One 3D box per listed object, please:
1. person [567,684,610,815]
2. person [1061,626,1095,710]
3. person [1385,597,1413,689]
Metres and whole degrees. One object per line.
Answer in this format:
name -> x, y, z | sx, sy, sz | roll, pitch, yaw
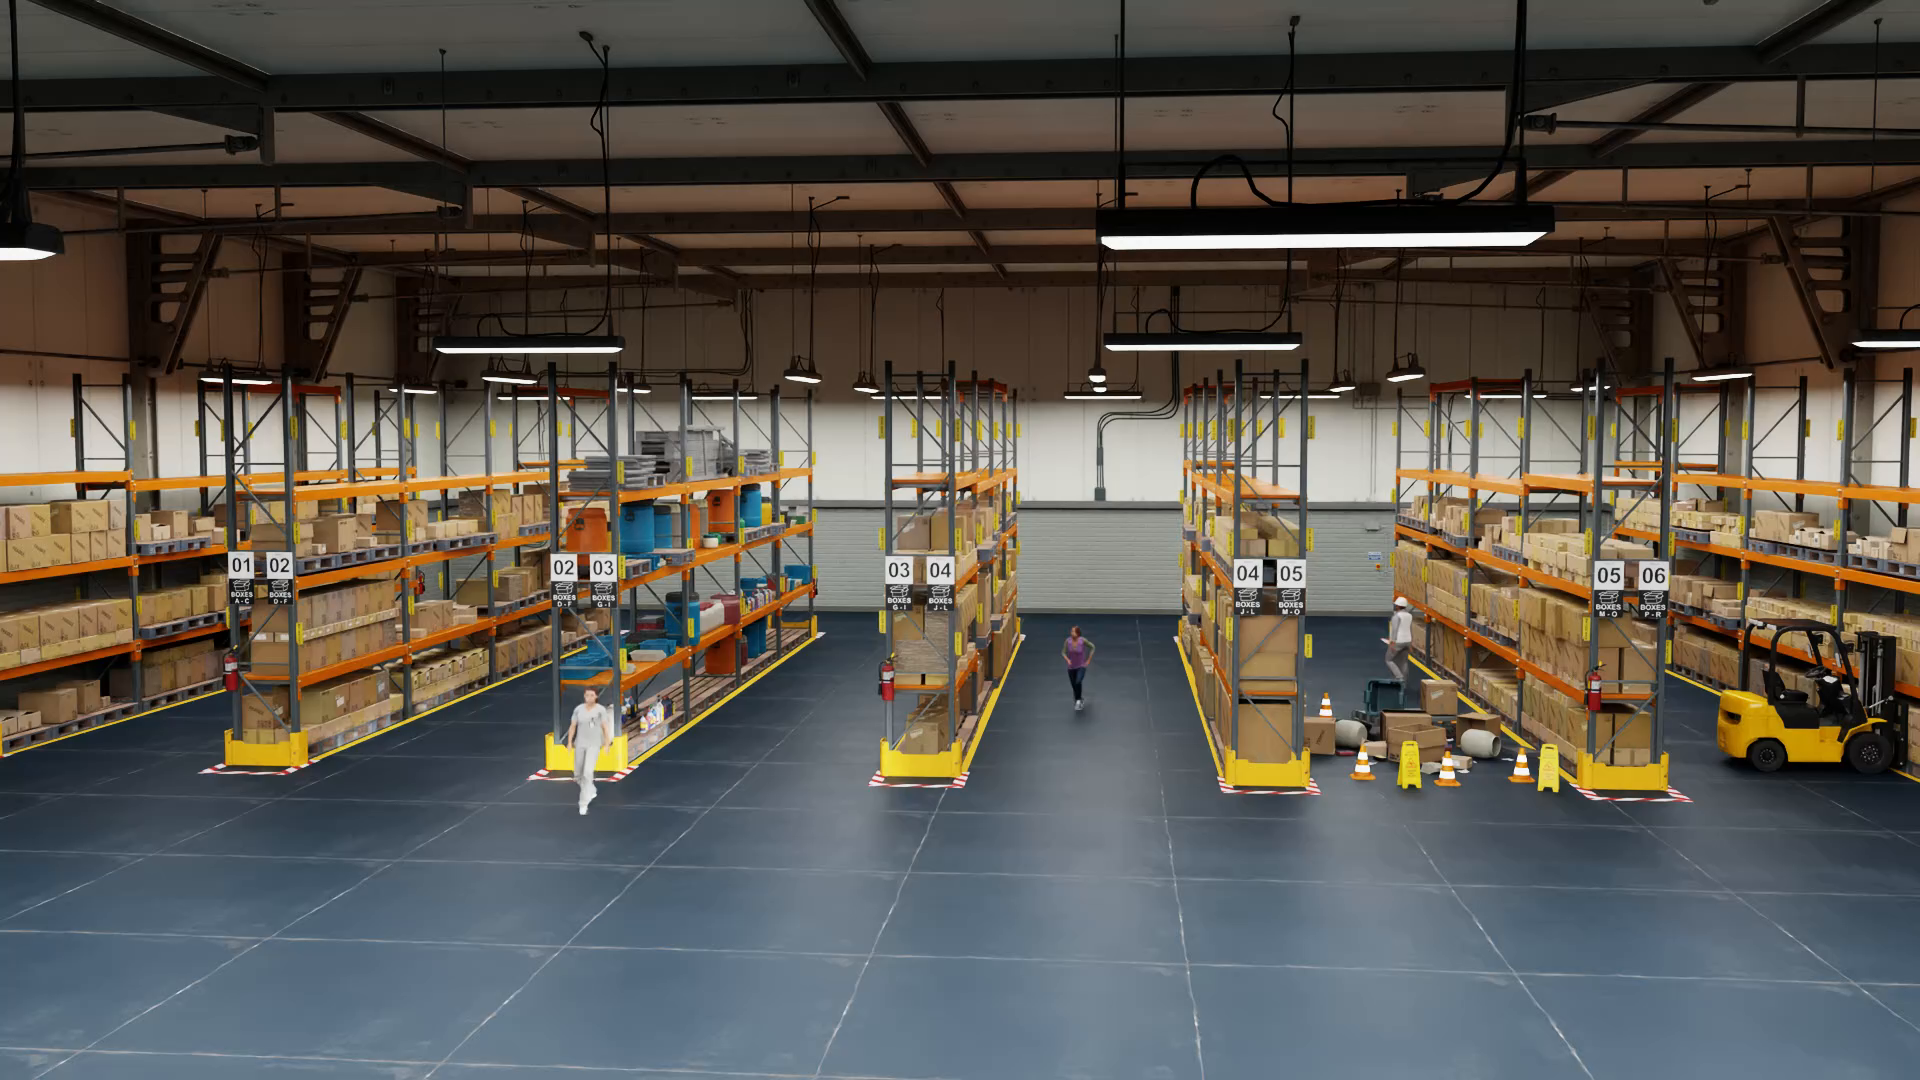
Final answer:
person -> -4.914, 2.756, 22.003 | 0.515, 1.669, 0.708 | 0, 4, 3
person -> 2.109, 2.273, 29.683 | 0.574, 1.518, 0.795 | 1, 4, 16
person -> 8.566, 1.995, 32.255 | 0.573, 1.775, 0.457 | -2, 4, -31
